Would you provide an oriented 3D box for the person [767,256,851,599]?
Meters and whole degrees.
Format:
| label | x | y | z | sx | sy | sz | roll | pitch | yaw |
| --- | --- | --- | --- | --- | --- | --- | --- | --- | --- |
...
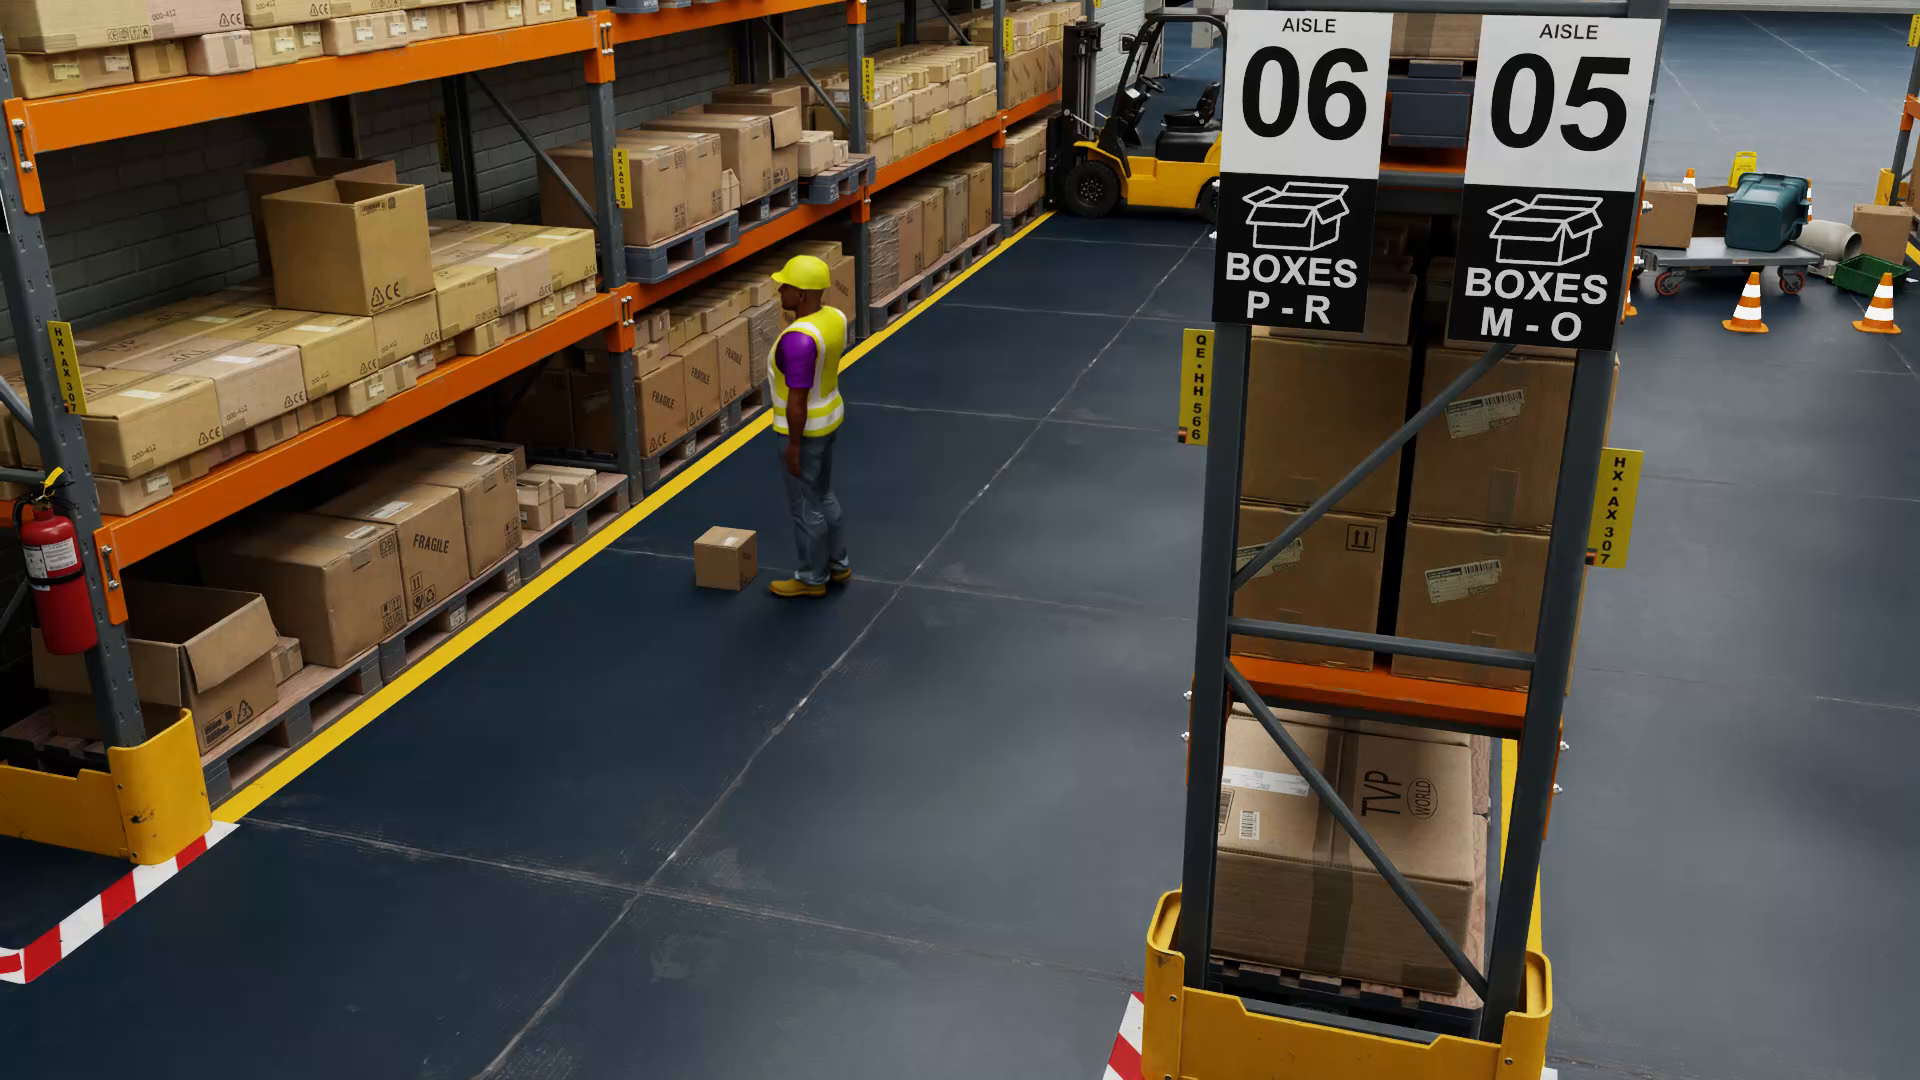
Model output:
| label | x | y | z | sx | sy | sz | roll | pitch | yaw |
| --- | --- | --- | --- | --- | --- | --- | --- | --- | --- |
| person | -0.784 | -0.553 | 8.433 | 0.378 | 1.794 | 0.587 | 6 | 23 | 16 |
